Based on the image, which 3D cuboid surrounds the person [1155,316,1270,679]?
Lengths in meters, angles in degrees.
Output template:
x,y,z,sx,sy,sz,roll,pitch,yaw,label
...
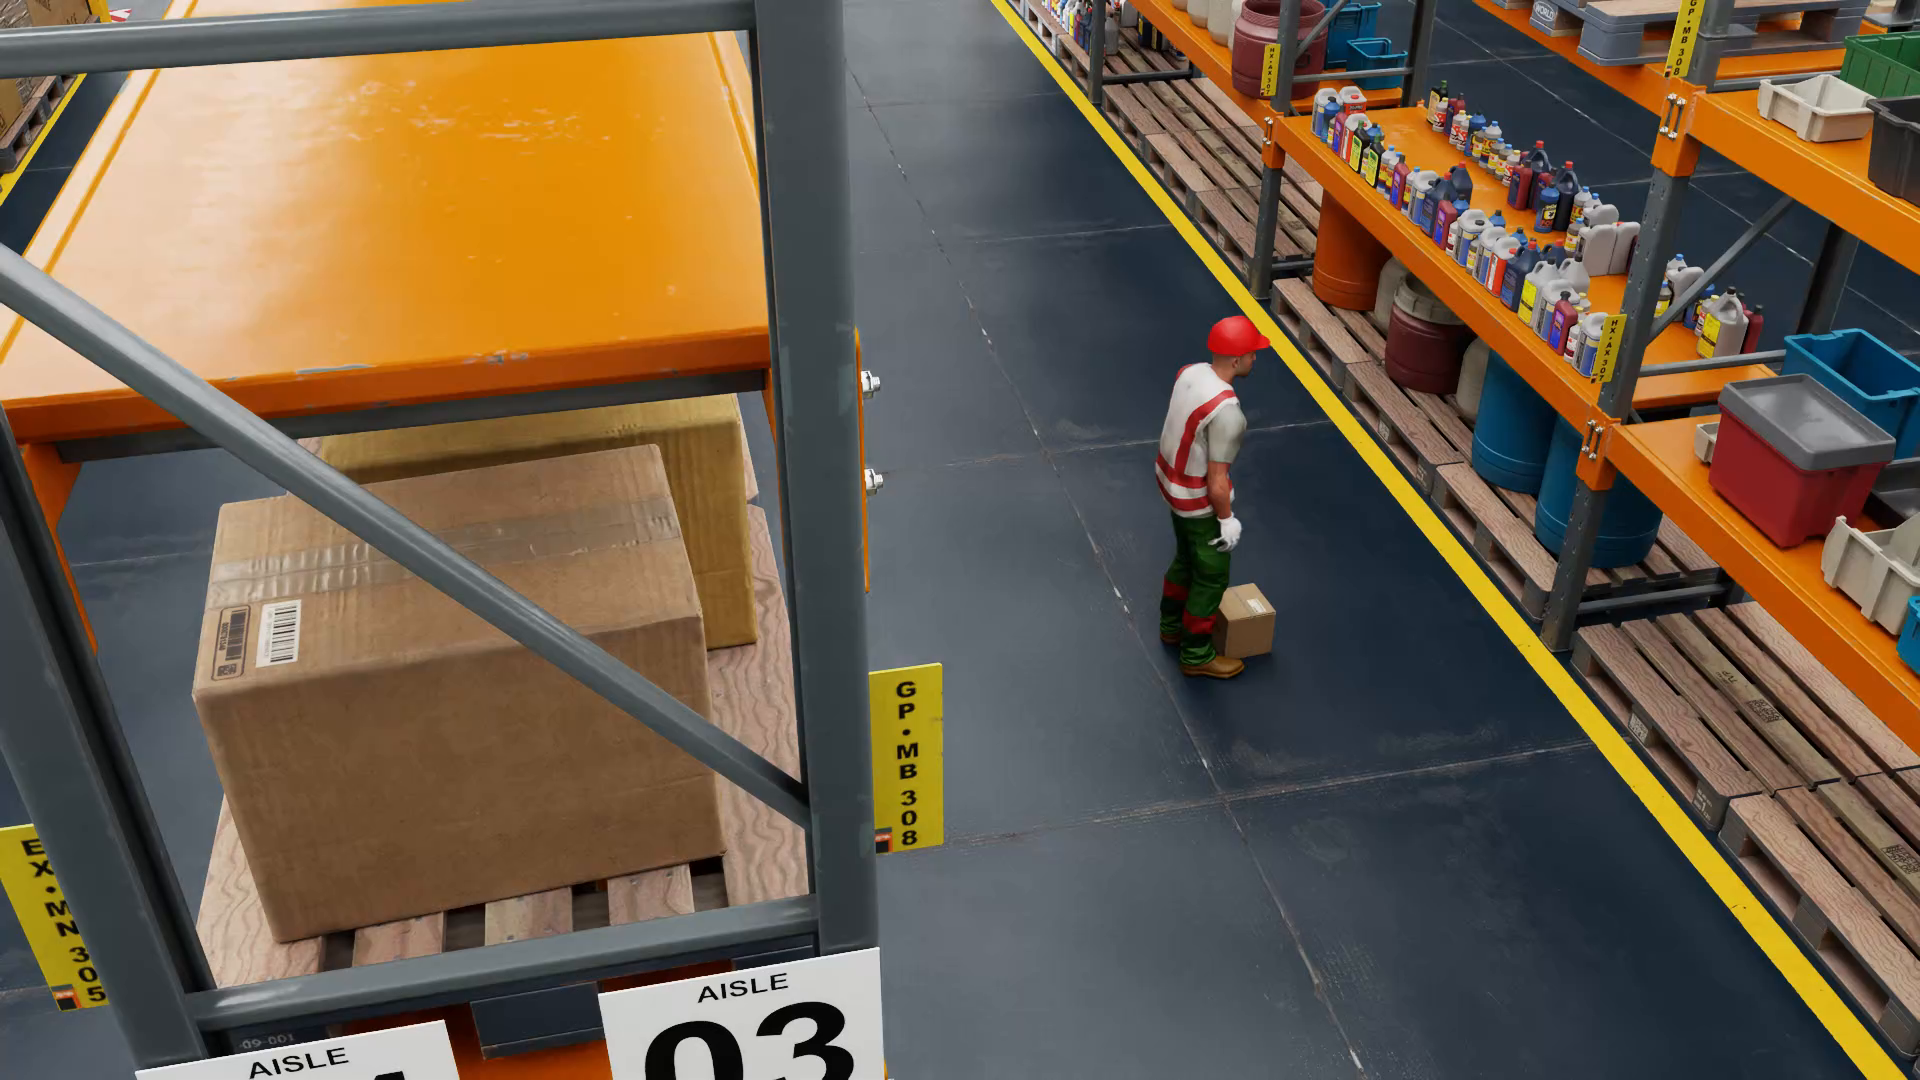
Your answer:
x,y,z,sx,sy,sz,roll,pitch,yaw,label
1.138,-0.200,7.642,0.453,1.778,0.604,-7,35,-11,person
